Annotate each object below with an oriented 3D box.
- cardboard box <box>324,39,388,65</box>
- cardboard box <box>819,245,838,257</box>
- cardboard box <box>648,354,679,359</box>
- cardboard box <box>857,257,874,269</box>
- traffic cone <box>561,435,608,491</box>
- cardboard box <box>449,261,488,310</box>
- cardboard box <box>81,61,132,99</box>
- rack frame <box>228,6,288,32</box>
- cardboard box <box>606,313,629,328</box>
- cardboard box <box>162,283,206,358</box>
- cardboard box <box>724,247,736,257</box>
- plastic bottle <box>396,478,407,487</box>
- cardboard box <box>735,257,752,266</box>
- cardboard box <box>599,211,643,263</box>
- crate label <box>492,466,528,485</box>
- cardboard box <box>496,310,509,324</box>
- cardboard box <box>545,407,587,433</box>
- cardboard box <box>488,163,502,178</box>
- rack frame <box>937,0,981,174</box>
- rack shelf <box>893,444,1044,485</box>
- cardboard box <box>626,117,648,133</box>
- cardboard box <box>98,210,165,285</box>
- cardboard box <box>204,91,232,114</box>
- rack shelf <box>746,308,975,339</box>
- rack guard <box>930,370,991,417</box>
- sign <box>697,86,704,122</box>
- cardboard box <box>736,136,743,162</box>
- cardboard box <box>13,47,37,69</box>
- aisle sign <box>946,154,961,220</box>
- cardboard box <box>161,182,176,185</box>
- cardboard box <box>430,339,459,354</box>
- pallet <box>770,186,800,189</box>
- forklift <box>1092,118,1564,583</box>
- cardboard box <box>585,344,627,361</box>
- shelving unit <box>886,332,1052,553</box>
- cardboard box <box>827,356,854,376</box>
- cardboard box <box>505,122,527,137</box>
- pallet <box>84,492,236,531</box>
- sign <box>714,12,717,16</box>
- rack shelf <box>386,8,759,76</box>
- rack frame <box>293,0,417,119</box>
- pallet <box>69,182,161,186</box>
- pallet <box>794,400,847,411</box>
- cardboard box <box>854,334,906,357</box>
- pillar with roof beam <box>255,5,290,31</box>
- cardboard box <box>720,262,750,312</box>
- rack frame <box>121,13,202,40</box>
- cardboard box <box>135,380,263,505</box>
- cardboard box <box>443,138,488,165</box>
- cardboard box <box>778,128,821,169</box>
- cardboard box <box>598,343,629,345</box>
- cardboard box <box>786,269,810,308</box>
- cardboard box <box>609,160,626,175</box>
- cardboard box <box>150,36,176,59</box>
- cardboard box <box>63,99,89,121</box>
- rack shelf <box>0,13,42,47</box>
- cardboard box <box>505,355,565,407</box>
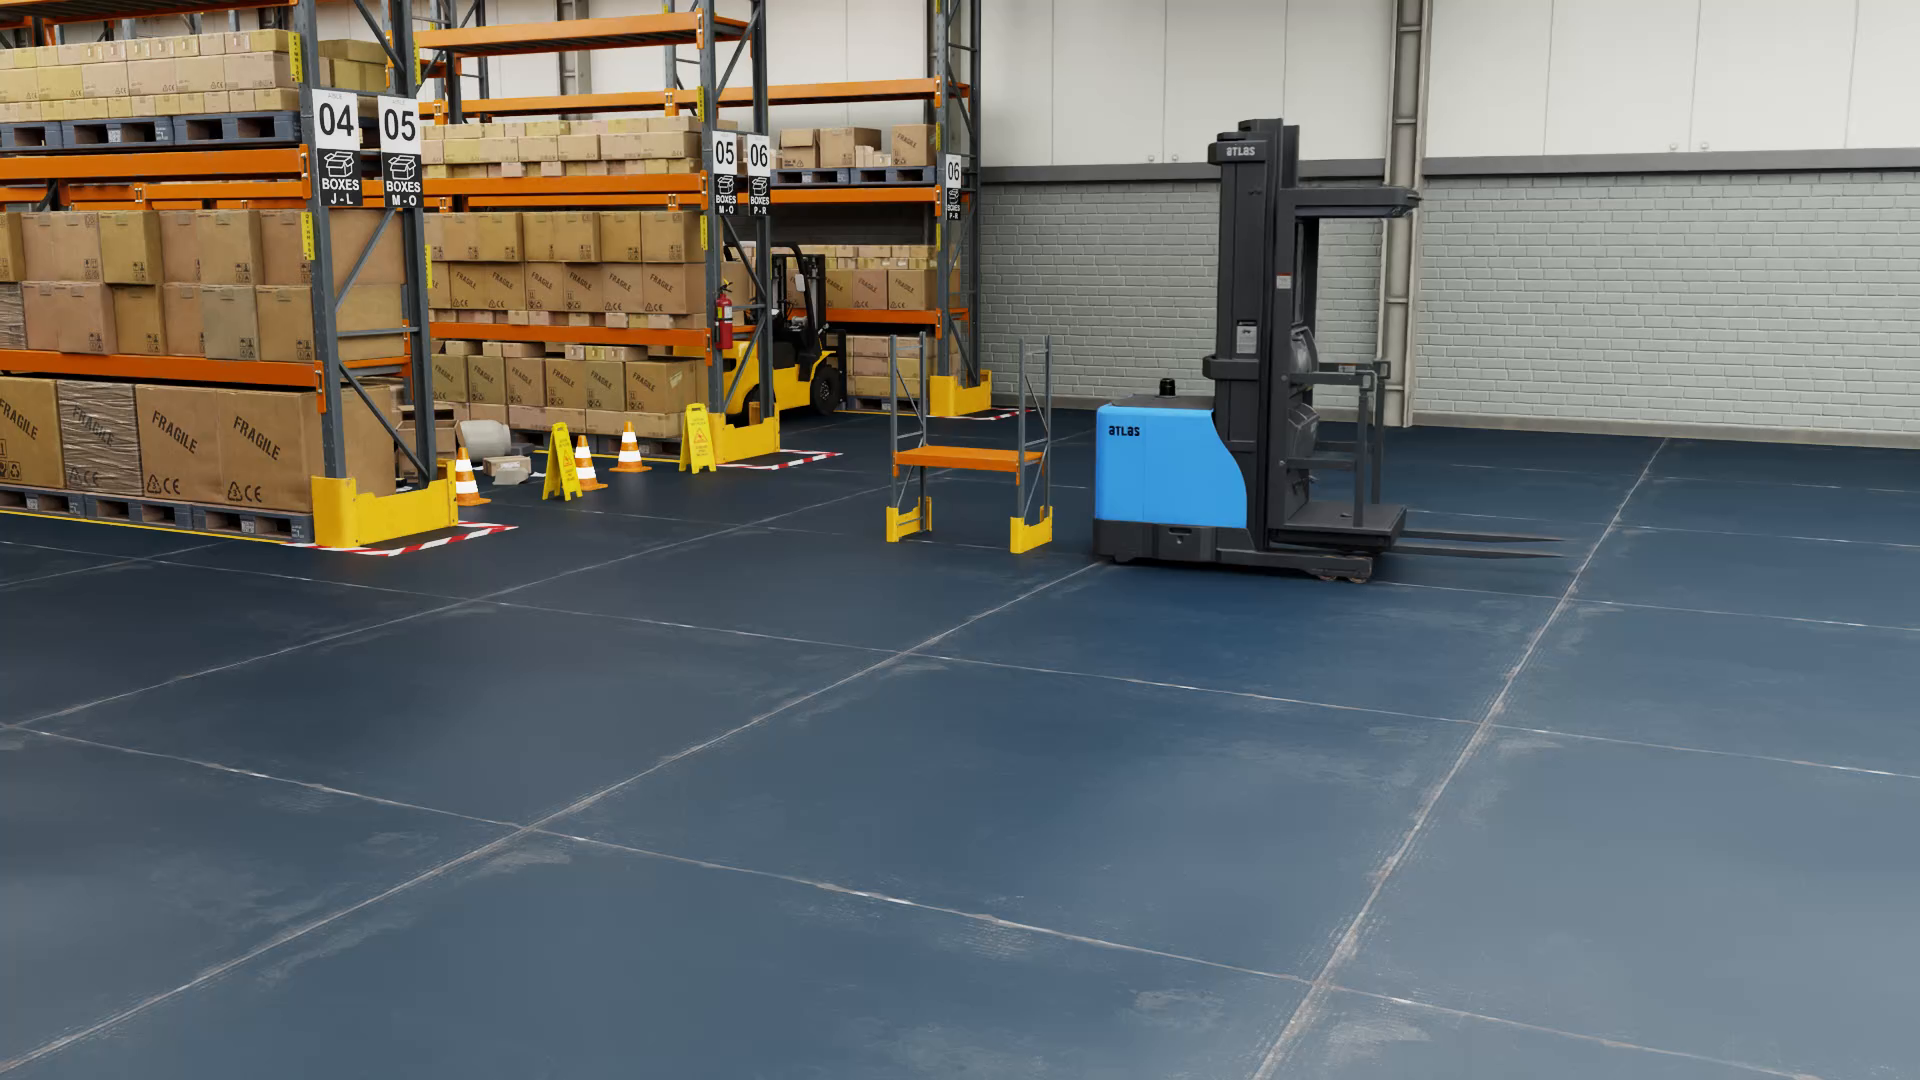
[{"bbox_3d":[-4.460,-3.599,12.280,0.250,0.149,0.380,5,11,26],"label":"cardboard box"},{"bbox_3d":[-1.612,-3.707,21.354,0.250,0.149,0.380,5,12,27],"label":"cardboard box"},{"bbox_3d":[-3.295,-1.693,17.597,0.500,0.500,0.500,5,11,24],"label":"cardboard box"},{"bbox_3d":[-1.109,-3.531,21.217,0.250,0.149,0.380,5,11,25],"label":"cardboard box"},{"bbox_3d":[-3.344,-0.696,14.775,0.334,0.463,0.336,5,11,26],"label":"traffic cone"},{"bbox_3d":[-5.057,-2.716,17.698,0.500,0.500,0.500,5,11,26],"label":"cardboard box"},{"bbox_3d":[-6.214,-3.439,12.513,0.500,0.250,0.500,5,11,26],"label":"cardboard box"},{"bbox_3d":[-10.770,-7.011,25.700,0.127,3.000,1.000,5,11,26],"label":"rack frame"},{"bbox_3d":[-3.372,-2.233,16.852,0.250,0.149,0.380,5,12,27],"label":"cardboard box"},{"bbox_3d":[-5.603,-1.722,12.899,0.550,0.550,0.875,5,11,26],"label":"cardboard box"},{"bbox_3d":[-2.934,-3.846,22.120,0.250,0.149,0.380,5,11,25],"label":"cardboard box"},{"bbox_3d":[-5.122,-0.518,14.919,0.283,0.061,0.133,1,10,6],"label":"plastic bottle"},{"bbox_3d":[-2.759,-3.662,21.940,0.250,0.149,0.380,5,12,27],"label":"cardboard box"},{"bbox_3d":[-3.207,-3.054,16.760,0.500,0.500,0.700,5,11,26],"label":"cardboard box"},{"bbox_3d":[-4.077,-0.587,15.092,0.298,0.136,0.250,-1,10,-4],"label":"crate label"},{"bbox_3d":[-4.688,-2.367,17.592,0.250,0.149,0.380,5,11,26],"label":"cardboard box"},{"bbox_3d":[-3.978,-1.277,17.405,0.500,0.250,0.500,5,11,24],"label":"cardboard box"},{"bbox_3d":[-4.695,-3.844,17.328,0.250,0.149,0.380,5,11,24],"label":"cardboard box"},{"bbox_3d":[-0.008,-6.065,20.475,0.127,3.000,1.000,5,11,26],"label":"rack frame"},{"bbox_3d":[0.076,-0.554,12.092,1.000,0.185,0.538,5,11,26],"label":"rack shelf"},{"bbox_3d":[-3.087,-4.088,16.440,0.250,0.149,0.380,5,11,25],"label":"cardboard box"},{"bbox_3d":[-6.126,-2.278,12.940,0.500,0.550,0.875,5,11,26],"label":"cardboard box"},{"bbox_3d":[-5.205,-3.142,11.992,0.250,0.149,0.380,5,11,27],"label":"cardboard box"},{"bbox_3d":[-1.802,-2.917,21.944,4.000,0.370,1.077,5,11,26],"label":"rack shelf"},{"bbox_3d":[0.013,-1.881,21.222,0.348,0.500,1.175,5,11,26],"label":"rack guard"},{"bbox_3d":[-2.465,-4.145,15.801,0.005,0.325,0.100,5,11,26],"label":"sign"},{"bbox_3d":[-2.534,-3.951,16.801,0.500,0.250,0.500,5,11,25],"label":"cardboard box"},{"bbox_3d":[-7.028,-3.695,12.806,0.250,0.149,0.380,5,11,25],"label":"cardboard box"},{"bbox_3d":[-0.080,-4.340,20.490,0.004,0.787,0.394,5,11,26],"label":"aisle sign"},{"bbox_3d":[-9.168,-4.251,19.579,0.250,0.149,0.380,5,11,26],"label":"cardboard box"},{"bbox_3d":[-7.657,-2.719,24.672,0.500,0.500,0.500,5,12,27],"label":"cardboard box"},{"bbox_3d":[-2.819,-4.798,22.143,1.213,0.211,1.003,5,11,26],"label":"pallet"},{"bbox_3d":[2.477,-1.272,11.028,3.031,2.935,1.130,4,11,20],"label":"forklift"},{"bbox_3d":[-3.618,-1.922,17.042,0.250,0.149,0.380,5,12,27],"label":"cardboard box"},{"bbox_3d":[0.068,-0.732,12.063,1.083,1.500,0.587,5,11,26],"label":"shelving unit"},{"bbox_3d":[-1.501,-2.280,21.543,0.500,0.250,0.500,5,11,25],"label":"cardboard box"},{"bbox_3d":[-4.458,-4.209,17.110,0.250,0.149,0.380,5,11,25],"label":"cardboard box"},{"bbox_3d":[-6.143,-0.296,13.275,1.213,0.211,1.003,5,11,26],"label":"pallet"},{"bbox_3d":[-3.328,-7.005,22.599,0.005,0.325,0.100,5,11,26],"label":"sign"},{"bbox_3d":[-3.995,-5.074,17.029,4.000,0.370,1.077,5,11,26],"label":"rack shelf"},{"bbox_3d":[-4.301,-4.474,11.681,0.127,3.000,1.000,5,11,26],"label":"rack frame"},{"bbox_3d":[-9.977,-4.376,20.094,1.003,0.211,1.213,6,12,28],"label":"pallet"},{"bbox_3d":[-1.803,-1.891,22.086,1.213,0.211,1.003,5,11,26],"label":"pallet"},{"bbox_3d":[-1.020,-2.485,21.270,0.500,0.250,0.500,5,12,27],"label":"cardboard box"},{"bbox_3d":[-12.900,-6.522,23.000,0.400,9.000,9.100,5,11,26],"label":"pillar with roof beam"},{"bbox_3d":[-2.504,-2.597,17.043,0.500,0.500,0.500,5,11,25],"label":"cardboard box"},{"bbox_3d":[-9.376,-5.903,19.577,0.127,3.000,1.000,5,11,26],"label":"rack frame"},{"bbox_3d":[-5.728,-0.795,12.986,0.875,0.875,0.875,5,11,25],"label":"cardboard box"},{"bbox_3d":[-5.049,-4.066,17.439,0.500,0.250,0.500,5,11,25],"label":"cardboard box"},{"bbox_3d":[-1.895,-5.041,21.487,0.637,0.503,0.797,5,12,28],"label":"cardboard box"},{"bbox_3d":[-4.761,-2.568,23.487,0.625,0.625,0.875,5,11,25],"label":"cardboard box"},{"bbox_3d":[-1.943,-3.280,21.649,0.500,0.500,0.500,5,11,26],"label":"cardboard box"},{"bbox_3d":[-3.304,-3.727,16.686,0.250,0.149,0.380,5,11,26],"label":"cardboard box"},{"bbox_3d":[-5.663,-3.575,12.144,0.250,0.149,0.380,5,11,26],"label":"cardboard box"},{"bbox_3d":[-6.569,-3.262,12.655,0.250,0.149,0.380,5,11,26],"label":"cardboard box"},{"bbox_3d":[-9.682,-4.396,14.393,4.000,0.370,1.077,5,11,26],"label":"rack shelf"},{"bbox_3d":[-4.429,-1.687,17.565,0.500,0.500,0.500,6,12,29],"label":"cardboard box"}]
